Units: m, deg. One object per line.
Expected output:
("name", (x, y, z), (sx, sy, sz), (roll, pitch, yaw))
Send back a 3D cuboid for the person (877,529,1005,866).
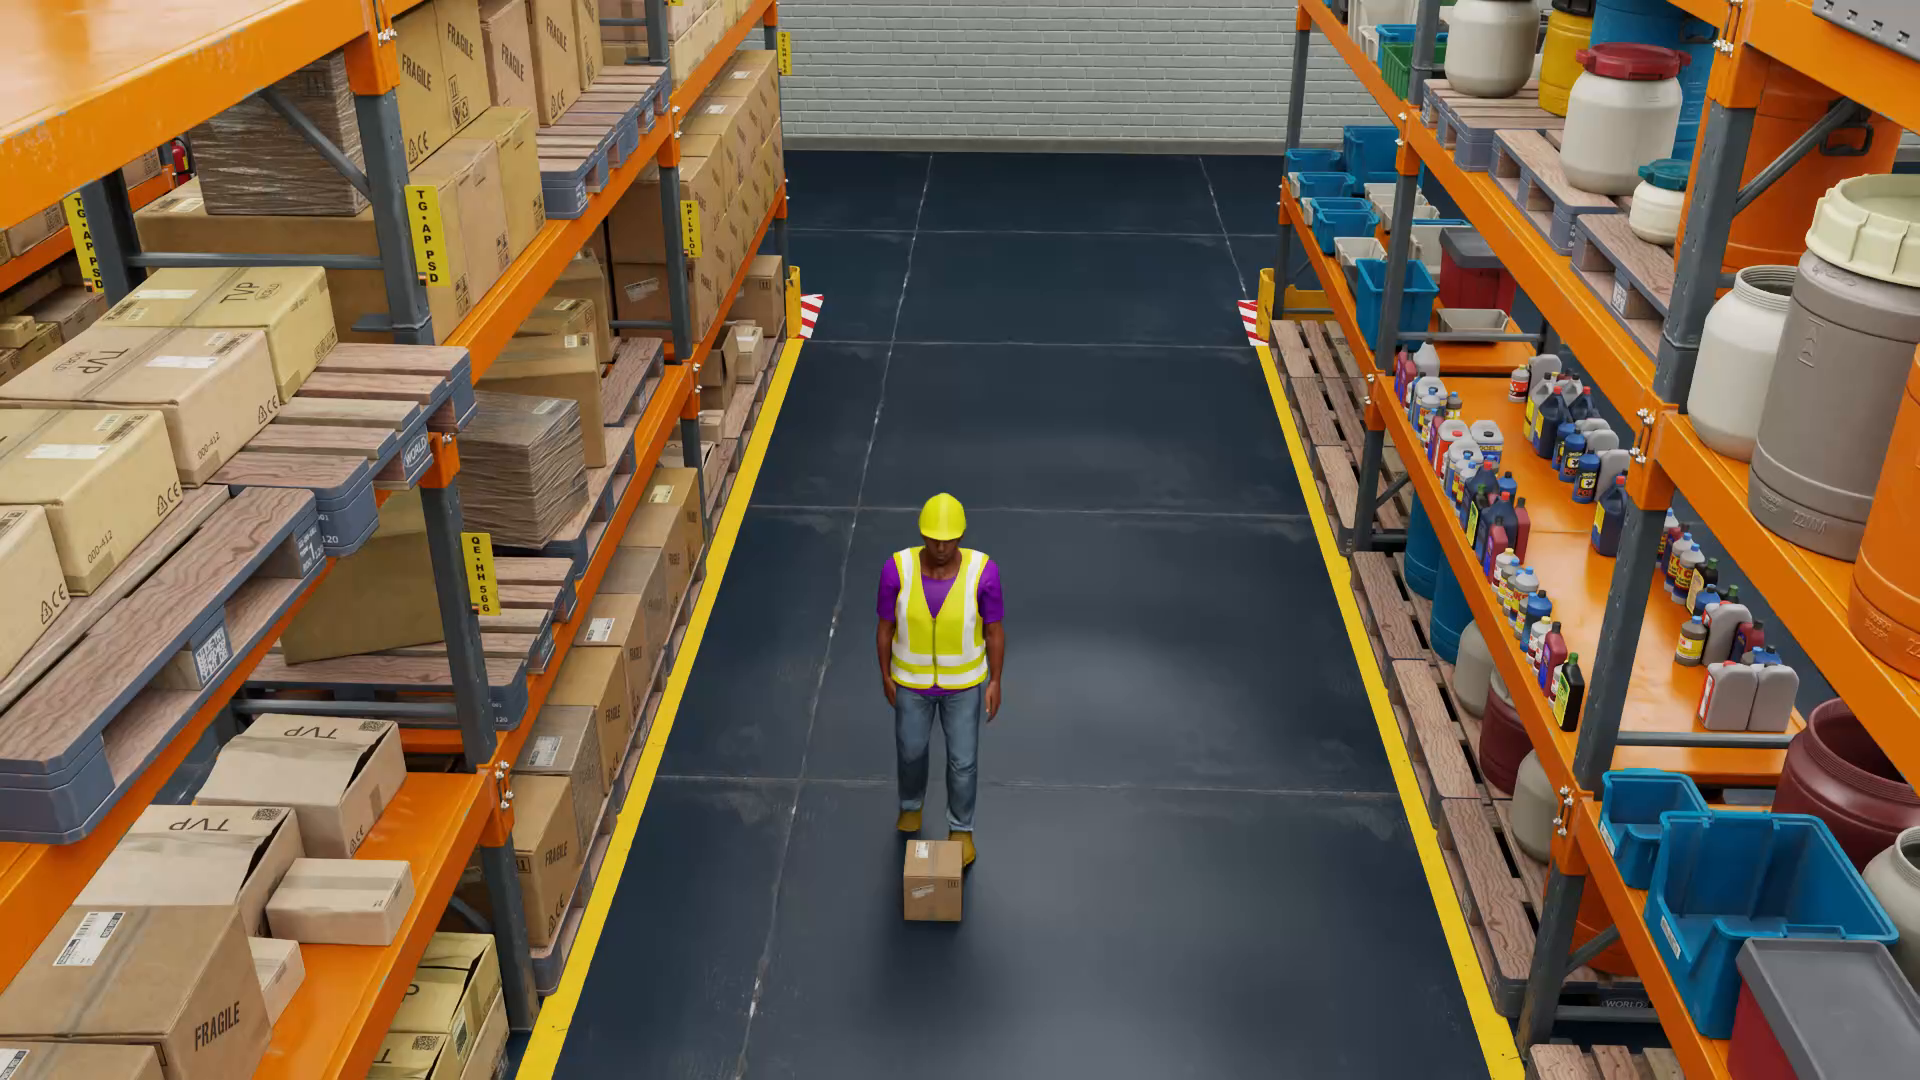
("person", (-0.088, 0.673, 7.449), (0.570, 1.810, 0.490), (1, 28, 3))
